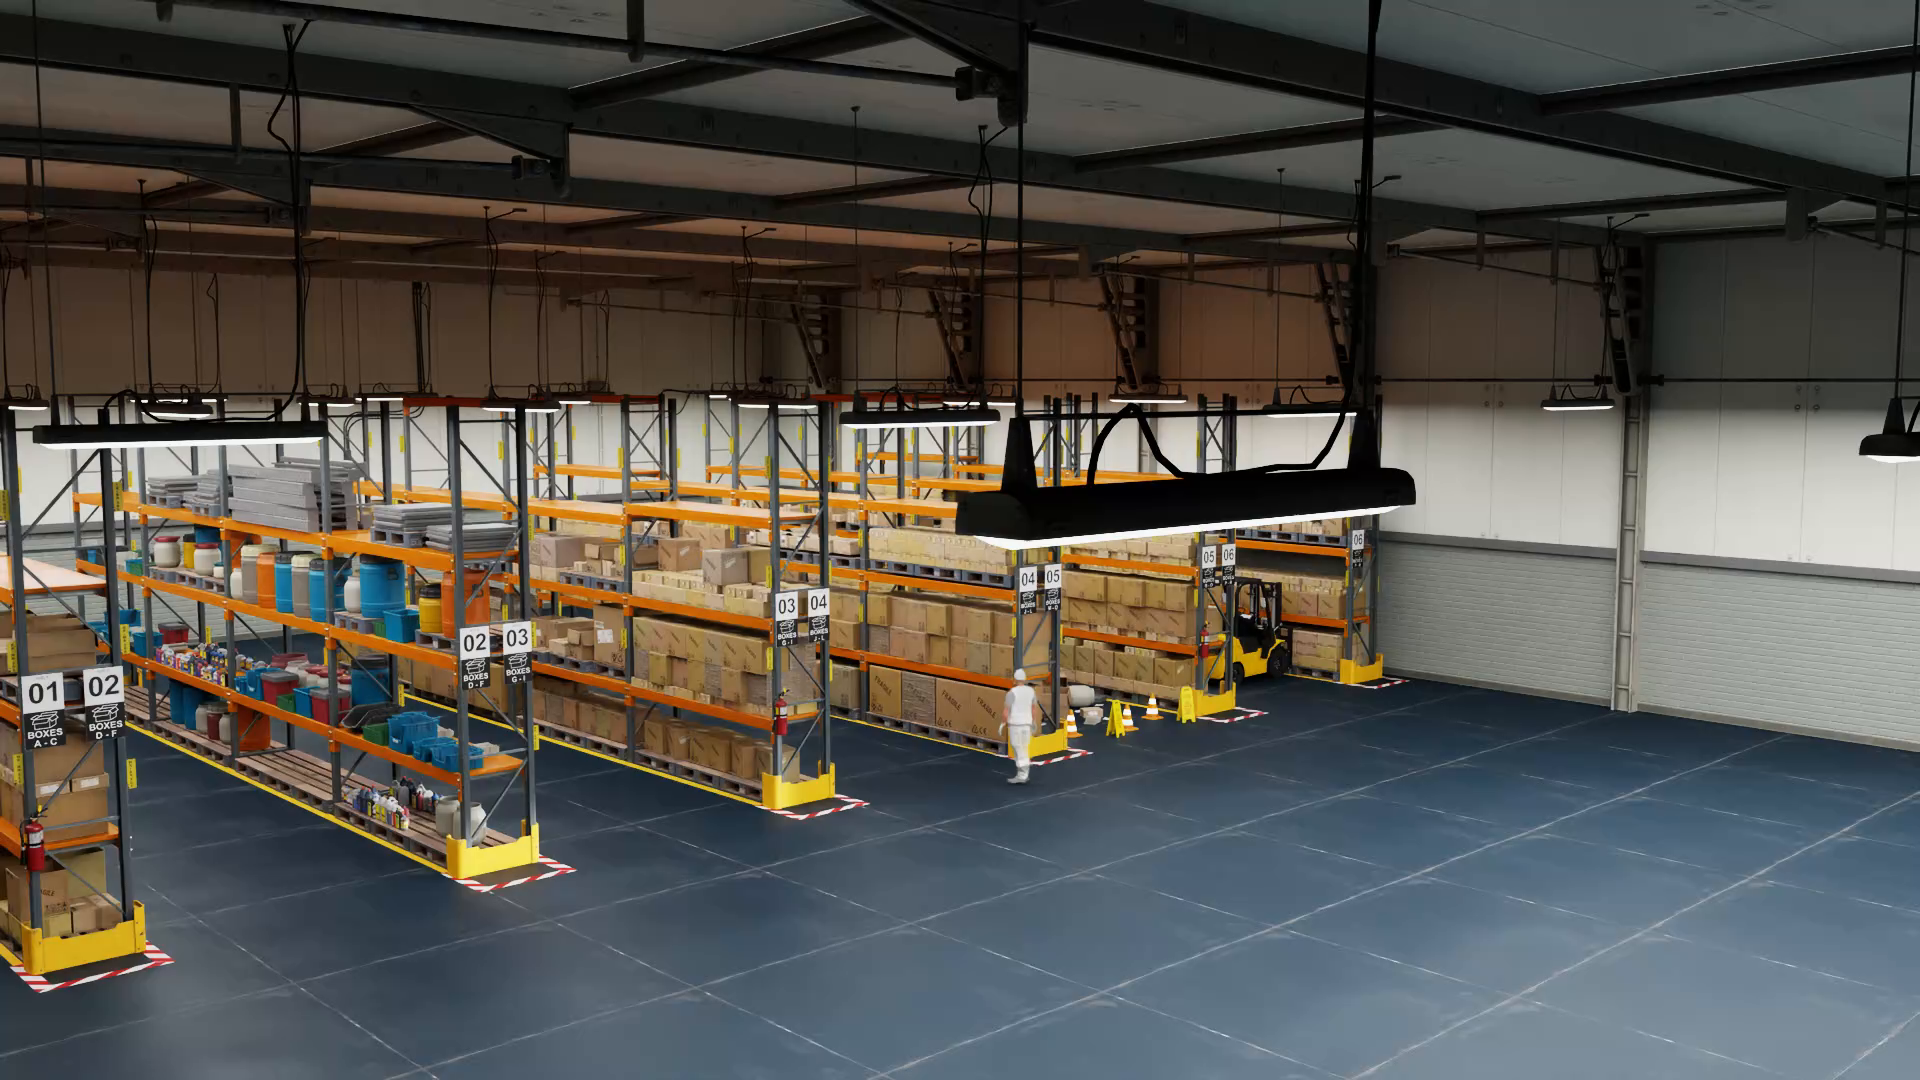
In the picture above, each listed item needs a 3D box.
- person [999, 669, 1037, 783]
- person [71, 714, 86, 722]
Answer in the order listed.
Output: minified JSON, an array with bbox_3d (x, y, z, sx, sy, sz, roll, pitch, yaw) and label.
[{"bbox_3d":[0.930,2.925,26.095,0.660,1.819,0.388,-4,7,-34],"label":"person"},{"bbox_3d":[-14.202,2.926,26.607,1.117,1.624,0.668,5,8,44],"label":"person"}]
